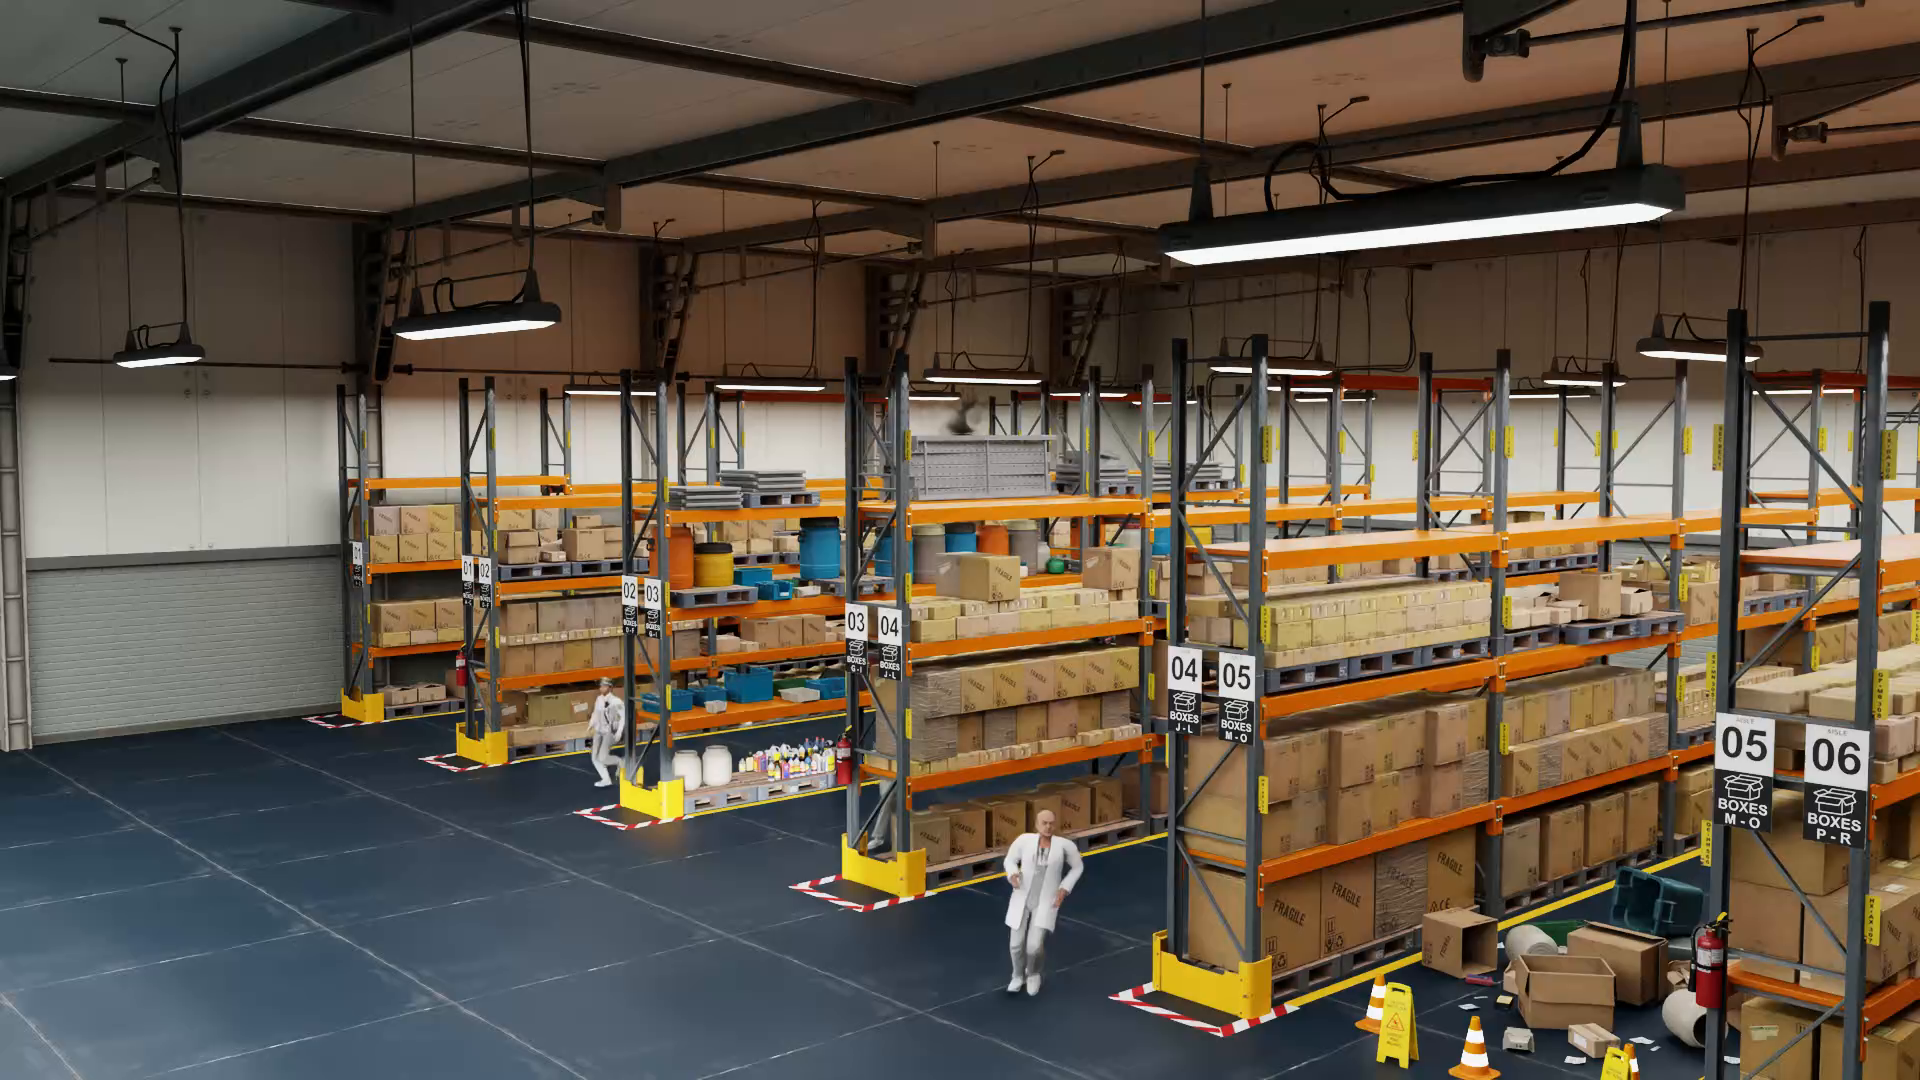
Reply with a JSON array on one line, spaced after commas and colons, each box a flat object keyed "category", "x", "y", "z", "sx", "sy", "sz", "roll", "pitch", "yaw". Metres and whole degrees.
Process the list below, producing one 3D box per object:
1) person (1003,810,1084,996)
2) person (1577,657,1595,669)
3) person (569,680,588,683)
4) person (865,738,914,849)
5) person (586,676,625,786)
[{"category": "person", "x": 0.723, "y": 3.315, "z": 15.124, "sx": 0.714, "sy": 1.723, "sz": 0.648, "roll": 1, "pitch": 4, "yaw": 17}, {"category": "person", "x": 9.830, "y": 2.586, "z": 25.972, "sx": 0.657, "sy": 1.745, "sz": 0.672, "roll": -3, "pitch": 5, "yaw": -43}, {"category": "person", "x": -6.639, "y": 2.450, "z": 29.119, "sx": 0.582, "sy": 1.629, "sz": 0.561, "roll": 3, "pitch": 5, "yaw": 36}, {"category": "person", "x": -0.868, "y": 2.946, "z": 20.725, "sx": 0.566, "sy": 1.656, "sz": 0.974, "roll": 3, "pitch": 5, "yaw": 41}, {"category": "person", "x": -5.109, "y": 2.765, "z": 24.063, "sx": 0.662, "sy": 1.616, "sz": 0.494, "roll": 3, "pitch": 5, "yaw": 35}]
